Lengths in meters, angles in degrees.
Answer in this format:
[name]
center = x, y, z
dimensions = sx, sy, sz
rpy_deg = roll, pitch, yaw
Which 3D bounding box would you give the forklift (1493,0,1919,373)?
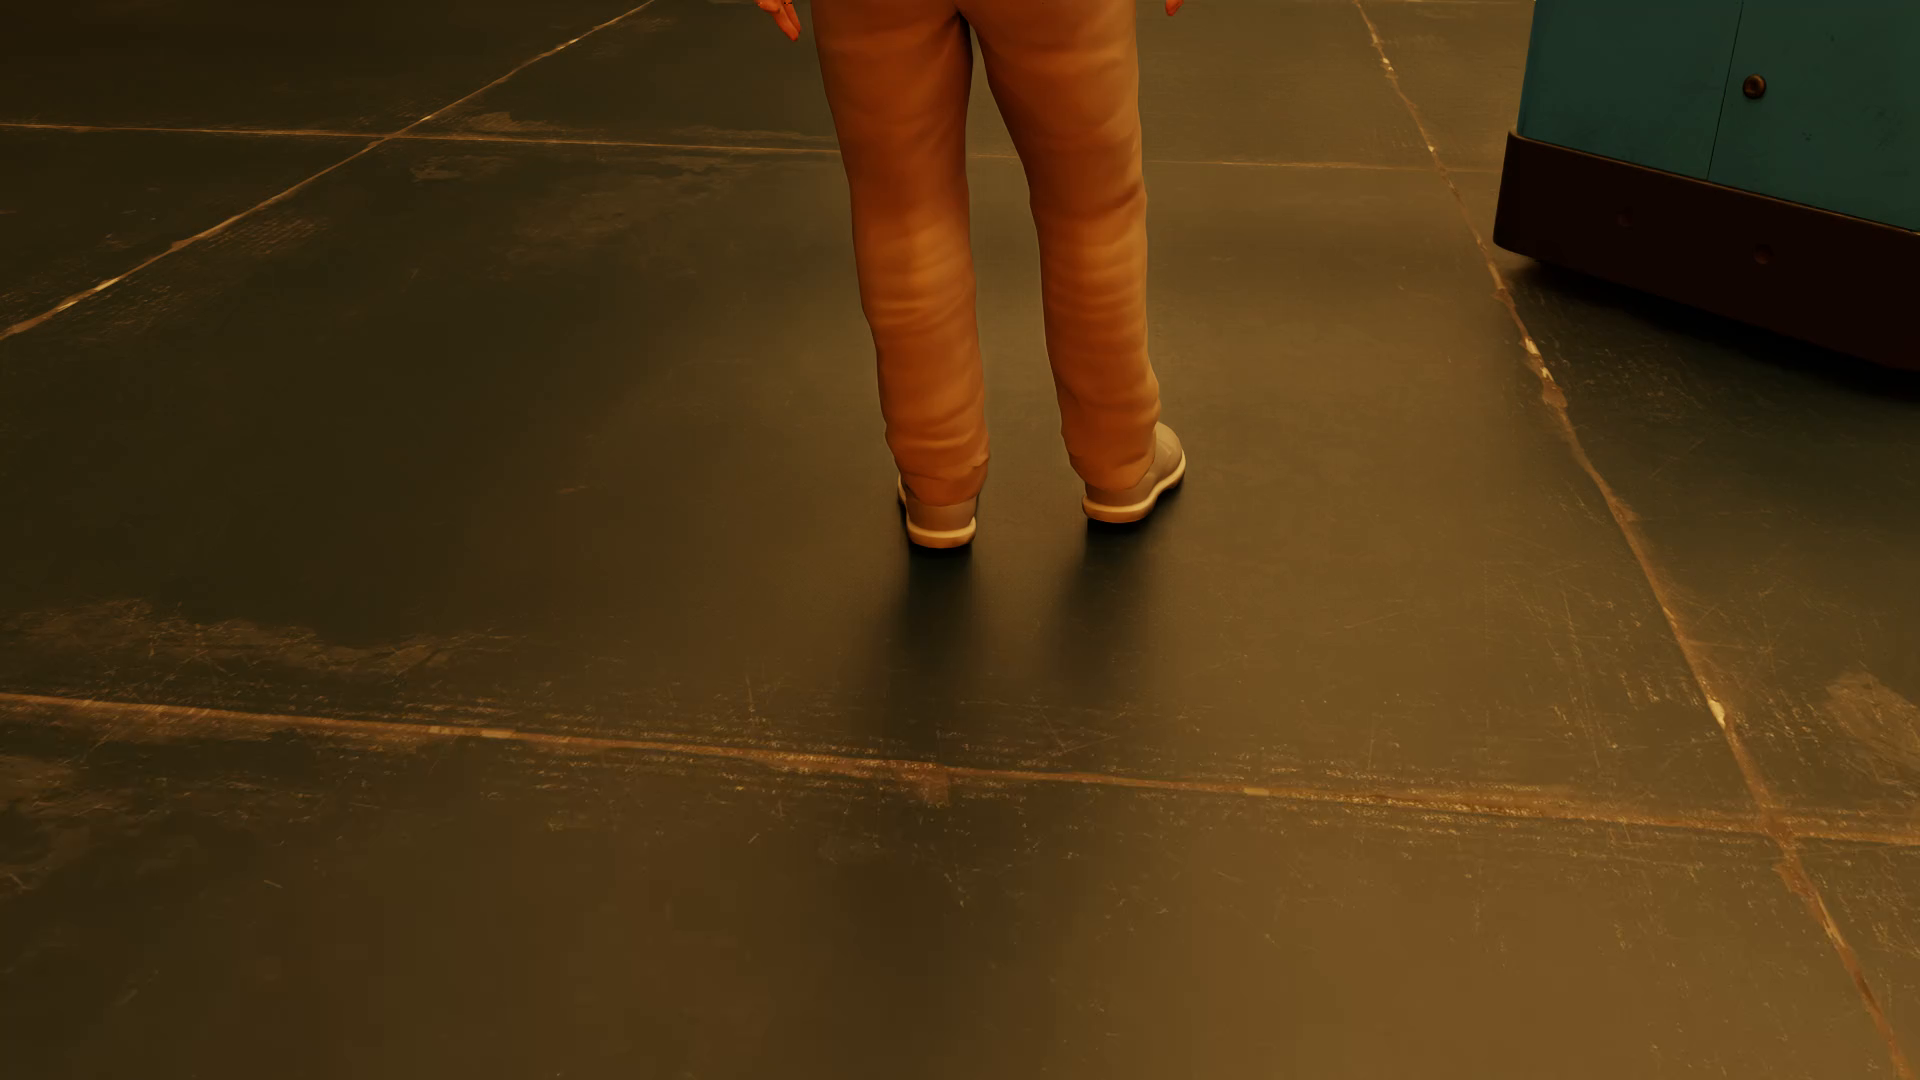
[forklift]
center = 2.684, -2.082, 3.390
dimensions = 3.031, 2.935, 1.130
rpy_deg = -16, 31, -29

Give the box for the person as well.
[person]
center = 0.023, -0.819, 2.189
dimensions = 0.642, 1.727, 0.550
rpy_deg = 3, 27, 7
